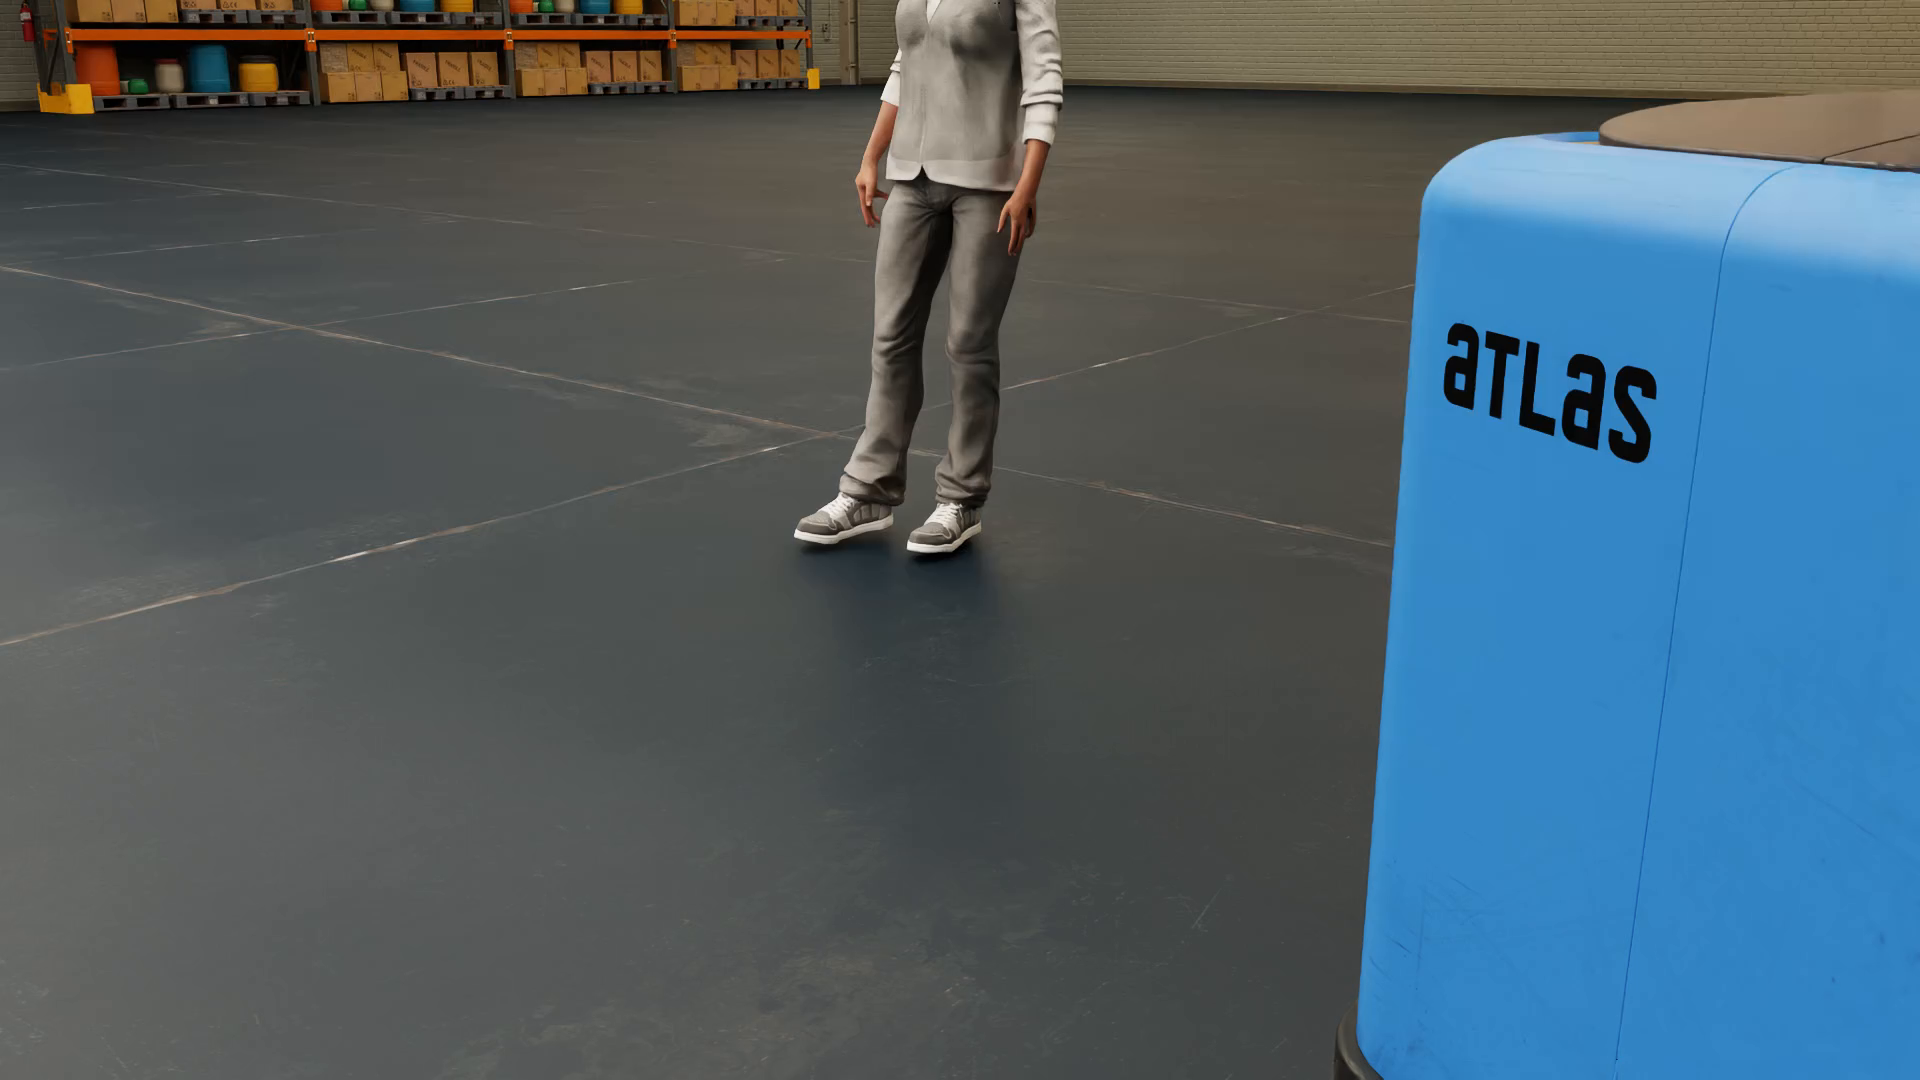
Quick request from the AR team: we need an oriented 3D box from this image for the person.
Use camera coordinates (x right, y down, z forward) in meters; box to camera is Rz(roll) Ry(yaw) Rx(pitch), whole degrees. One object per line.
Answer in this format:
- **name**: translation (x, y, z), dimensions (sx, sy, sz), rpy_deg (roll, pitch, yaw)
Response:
- **person**: translation (-0.058, -0.757, 3.661), dimensions (0.521, 1.598, 0.473), rpy_deg (13, 21, 37)
